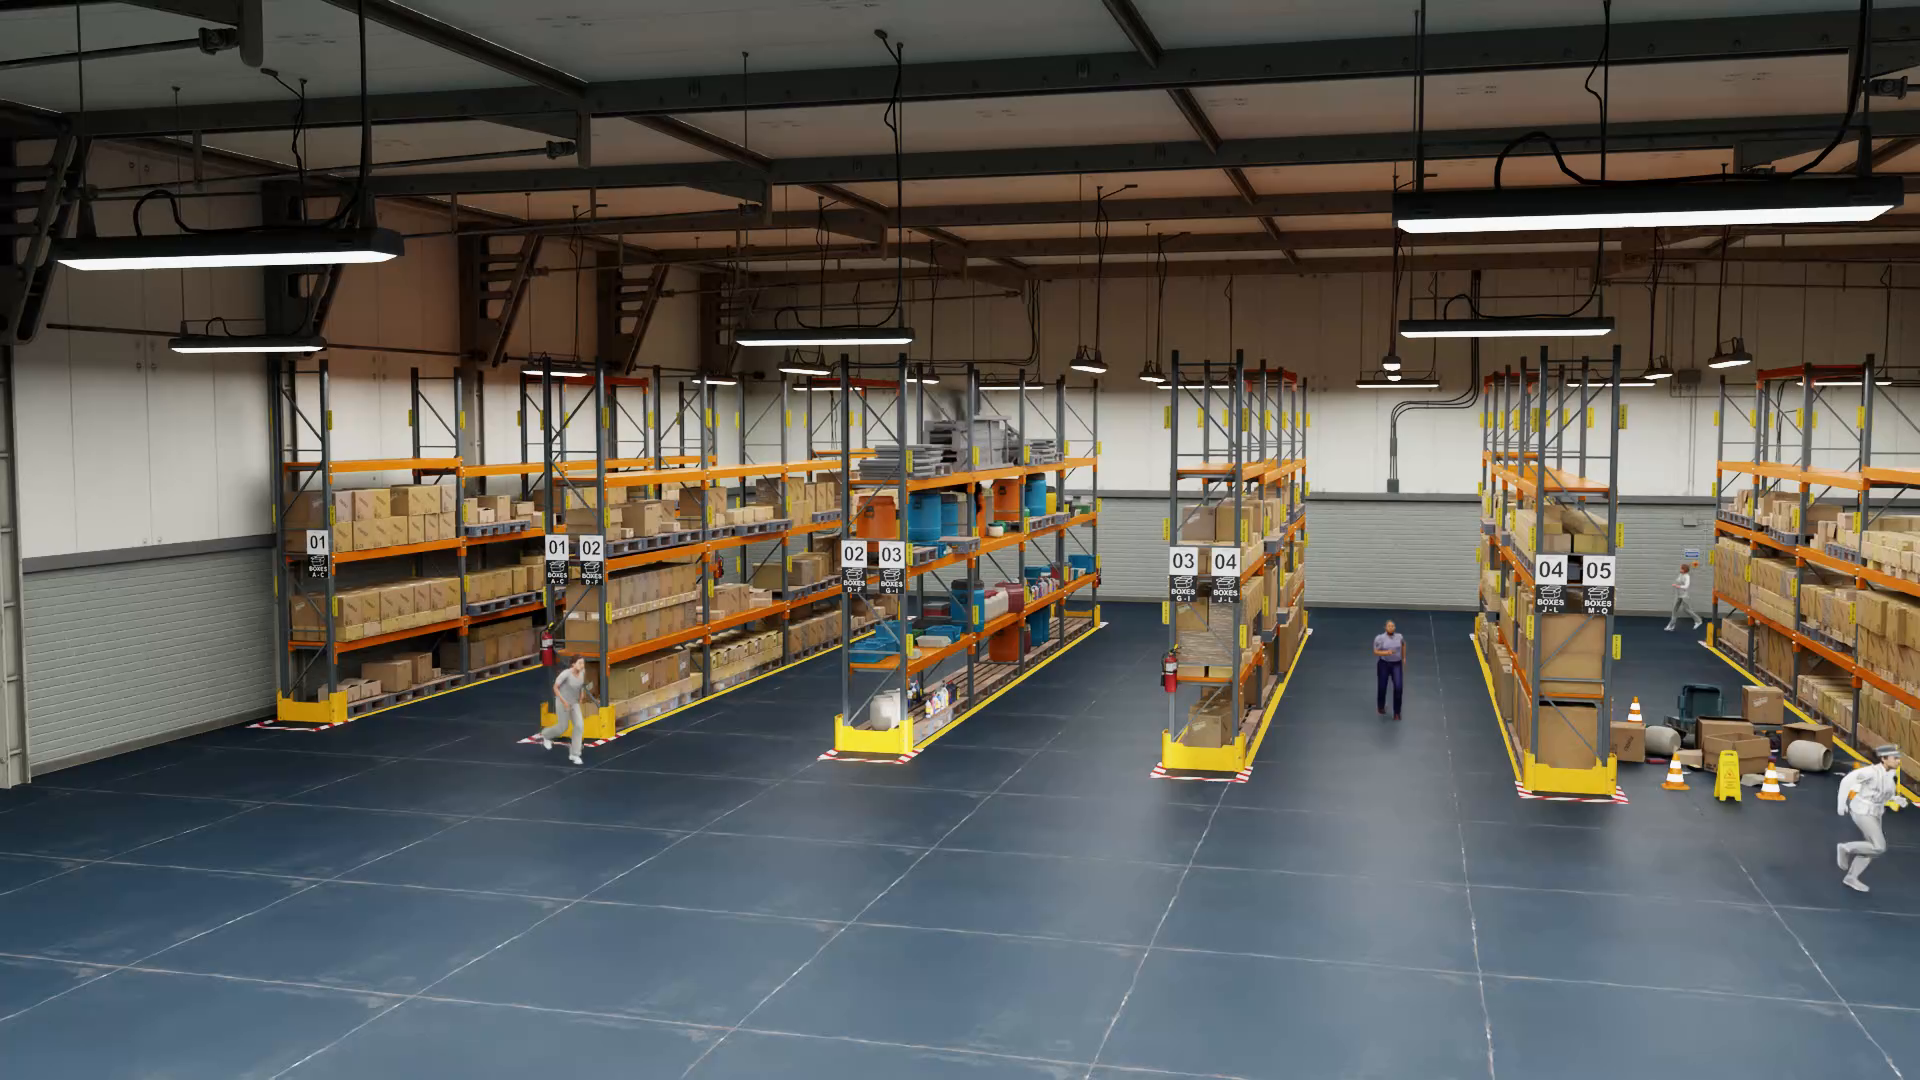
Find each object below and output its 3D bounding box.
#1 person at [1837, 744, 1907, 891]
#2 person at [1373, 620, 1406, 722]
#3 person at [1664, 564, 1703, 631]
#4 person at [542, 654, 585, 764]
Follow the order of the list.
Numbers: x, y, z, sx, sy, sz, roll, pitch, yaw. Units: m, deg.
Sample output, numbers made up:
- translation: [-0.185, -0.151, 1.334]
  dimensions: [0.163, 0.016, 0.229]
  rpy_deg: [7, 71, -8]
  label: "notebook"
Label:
- translation: [9.709, 2.939, 17.693]
  dimensions: [0.605, 1.616, 0.669]
  rpy_deg: [-3, 5, -35]
  label: "person"
- translation: [7.207, 2.193, 27.877]
  dimensions: [0.575, 1.736, 0.779]
  rpy_deg: [0, 4, 6]
  label: "person"
- translation: [17.110, 1.356, 39.323]
  dimensions: [0.891, 1.589, 0.535]
  rpy_deg: [0, 4, -4]
  label: "person"
- translation: [-5.844, 2.457, 24.547]
  dimensions: [0.951, 1.623, 0.580]
  rpy_deg: [3, 5, 33]
  label: "person"
